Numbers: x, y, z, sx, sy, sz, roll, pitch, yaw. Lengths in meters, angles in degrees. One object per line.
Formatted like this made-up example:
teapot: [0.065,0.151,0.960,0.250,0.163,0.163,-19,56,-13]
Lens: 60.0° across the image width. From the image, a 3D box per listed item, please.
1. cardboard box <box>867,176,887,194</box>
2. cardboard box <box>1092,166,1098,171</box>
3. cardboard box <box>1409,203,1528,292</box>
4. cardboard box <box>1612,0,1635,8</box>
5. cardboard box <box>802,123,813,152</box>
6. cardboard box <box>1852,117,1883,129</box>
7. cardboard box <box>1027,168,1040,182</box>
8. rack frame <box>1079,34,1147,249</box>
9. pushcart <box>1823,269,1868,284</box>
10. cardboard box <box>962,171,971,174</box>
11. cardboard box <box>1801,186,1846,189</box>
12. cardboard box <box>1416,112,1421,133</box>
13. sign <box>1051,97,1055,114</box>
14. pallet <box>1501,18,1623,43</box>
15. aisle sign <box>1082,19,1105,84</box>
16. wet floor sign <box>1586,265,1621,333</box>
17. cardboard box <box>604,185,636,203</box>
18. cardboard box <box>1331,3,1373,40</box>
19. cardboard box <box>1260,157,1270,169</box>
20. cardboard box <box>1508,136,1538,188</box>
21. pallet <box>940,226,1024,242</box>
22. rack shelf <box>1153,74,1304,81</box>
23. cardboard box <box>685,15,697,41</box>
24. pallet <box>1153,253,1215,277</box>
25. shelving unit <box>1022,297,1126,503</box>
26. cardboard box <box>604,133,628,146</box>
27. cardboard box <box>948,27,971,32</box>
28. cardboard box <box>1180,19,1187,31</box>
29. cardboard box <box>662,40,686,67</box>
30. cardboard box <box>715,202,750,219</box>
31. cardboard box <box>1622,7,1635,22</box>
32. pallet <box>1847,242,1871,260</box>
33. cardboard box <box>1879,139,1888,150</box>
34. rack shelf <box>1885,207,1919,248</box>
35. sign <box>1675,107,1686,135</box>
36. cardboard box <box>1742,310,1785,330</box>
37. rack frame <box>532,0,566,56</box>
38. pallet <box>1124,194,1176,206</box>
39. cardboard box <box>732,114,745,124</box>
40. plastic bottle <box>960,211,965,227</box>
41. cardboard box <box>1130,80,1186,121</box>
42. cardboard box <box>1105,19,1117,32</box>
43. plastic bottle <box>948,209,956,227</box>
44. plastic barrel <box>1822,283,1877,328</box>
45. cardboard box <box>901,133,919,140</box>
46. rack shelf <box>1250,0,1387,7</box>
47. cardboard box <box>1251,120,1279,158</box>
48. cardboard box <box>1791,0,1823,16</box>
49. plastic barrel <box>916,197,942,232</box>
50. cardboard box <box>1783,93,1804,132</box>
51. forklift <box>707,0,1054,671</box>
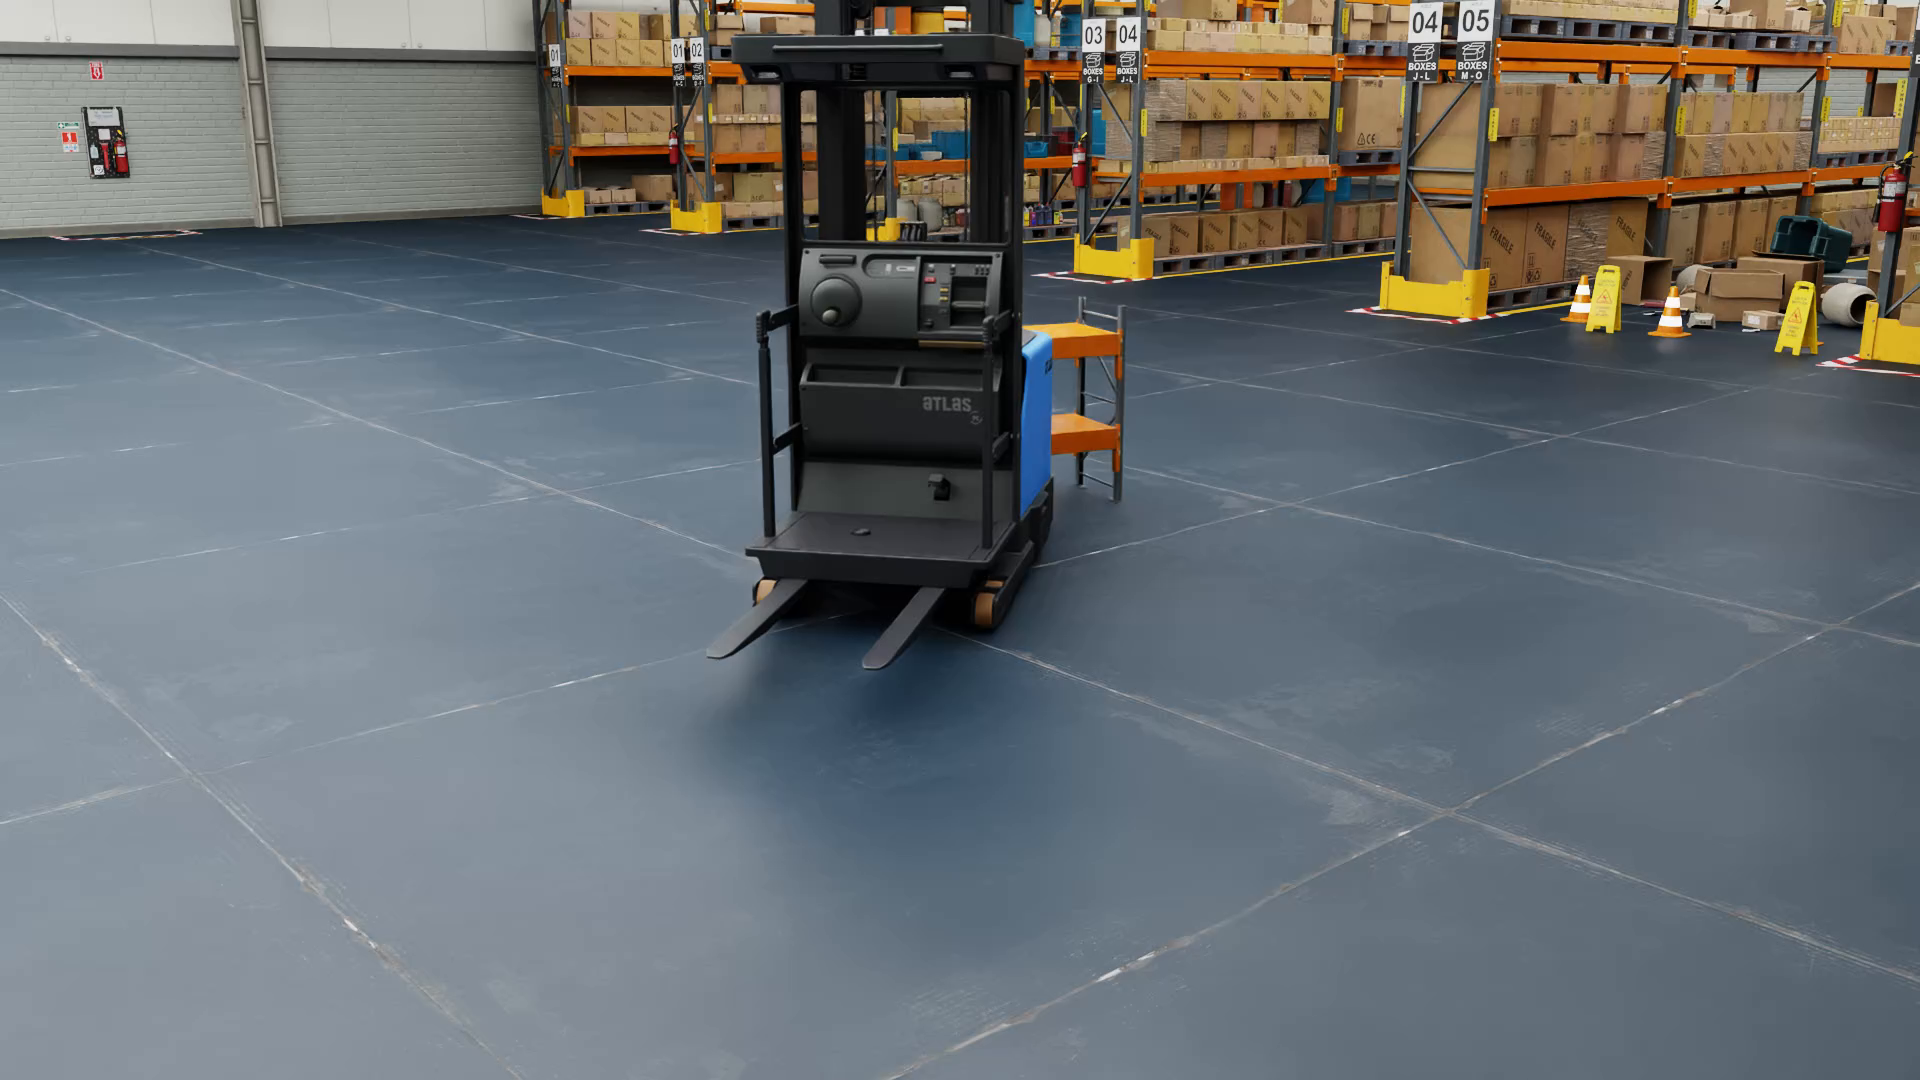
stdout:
cardboard box: [-1.425,-6.779,31.744,0.500,0.311,0.500,-13,19,-39]
cardboard box: [2.835,-7.943,35.211,0.500,0.250,0.500,-13,20,-40]
cardboard box: [5.588,-3.224,18.310,0.875,0.875,0.875,-13,19,-39]
cardboard box: [7.174,-6.066,18.540,0.500,0.250,0.500,-13,20,-40]
cardboard box: [-3.033,-7.219,29.771,0.500,0.500,0.700,-12,19,-38]
cardboard box: [13.014,-5.995,23.901,0.250,0.149,0.380,-14,20,-42]
cardboard box: [1.870,-8.930,40.400,0.500,0.500,0.700,-12,19,-39]
rack frame: [1.940,-4.902,21.291,0.127,3.000,1.000,-13,19,-39]
pushcart: [9.929,-2.819,18.573,1.648,0.377,0.936,8,17,28]
cardboard box: [0.165,-8.706,38.882,0.750,0.750,0.750,-12,19,-38]
cardboard box: [12.654,-5.060,24.458,0.500,0.250,0.500,-12,19,-37]
cardboard box: [7.239,-6.296,25.499,0.500,0.500,0.700,-9,18,-31]
sign: [1.842,-8.639,33.035,0.005,0.325,0.100,-13,19,-39]
pallet: [6.593,-5.662,18.492,1.213,0.211,1.003,-13,19,-39]
aisle sign: [1.697,-6.206,21.135,0.004,0.787,0.394,-13,19,-39]
wet floor sign: [6.398,-2.392,16.454,0.267,0.644,0.232,12,19,37]
cardboard box: [-6.803,-6.905,33.146,0.500,0.311,0.500,-11,18,-35]
cardboard box: [5.377,-7.342,23.599,0.637,0.503,0.797,-14,20,-42]
cardboard box: [4.013,-5.163,22.753,0.250,0.149,0.380,-13,19,-39]
cardboard box: [5.771,-4.161,18.226,0.550,0.550,0.875,-13,19,-39]
pallet: [0.252,-4.884,26.624,1.213,0.211,1.003,-13,19,-39]
rack shelf: [6.002,-10.305,37.098,4.000,0.370,1.077,-13,19,-39]
cardboard box: [-5.406,-10.230,33.254,0.500,0.500,0.500,-11,19,-36]
pallet: [2.634,-3.699,22.188,1.213,0.211,1.003,-13,19,-39]
shelving unit: [0.350,-0.764,9.429,1.048,1.125,0.538,-7,16,-24]
cardboard box: [-6.855,-7.844,32.556,0.500,0.250,0.500,-13,20,-41]
cardboard box: [0.082,-11.681,38.355,0.500,0.250,0.500,-13,20,-41]
cardboard box: [2.668,-6.565,21.222,0.250,0.149,0.380,-13,20,-40]
cardboard box: [-5.799,-9.662,33.065,0.500,0.500,0.500,-14,20,-41]
cardboard box: [-4.009,-5.754,28.992,0.500,0.250,0.500,-13,19,-39]
cardboard box: [7.307,-5.880,18.619,0.250,0.149,0.380,-12,19,-38]
pallet: [12.665,-4.265,24.310,1.213,0.211,1.003,-13,19,-39]
cardboard box: [13.223,-5.752,24.143,0.250,0.149,0.380,-14,20,-42]
rack shelf: [9.954,-2.964,15.429,4.000,0.370,1.077,-13,19,-39]
sign: [8.503,-4.946,19.623,0.005,0.325,0.100,-13,19,-39]
cardboard box: [8.108,-2.211,16.739,0.250,0.149,0.380,-3,15,-11]
rack frame: [-7.814,-10.694,31.347,0.127,3.000,1.000,-13,19,-39]
pallet: [3.904,-7.372,35.940,1.213,0.211,1.003,-13,19,-39]
cardboard box: [-3.925,-7.263,28.678,0.250,0.149,0.380,-13,20,-41]
plastic bottle: [0.065,-5.180,26.741,0.133,0.283,0.061,-13,19,-39]
cardboard box: [2.534,-5.618,21.261,0.500,0.500,0.500,-13,19,-39]
cardboard box: [1.945,-6.580,21.275,0.250,0.149,0.380,-13,19,-39]
plastic bottle: [-0.137,-5.187,26.766,0.133,0.283,0.061,-12,19,-38]
plastic barrel: [9.010,-2.373,16.814,0.421,0.421,0.512,0,15,-1]
cardboard box: [-1.000,-7.629,31.759,0.258,0.266,0.396,-13,20,-41]
rack shelf: [6.233,-9.918,30.613,4.000,0.370,1.077,-13,19,-39]
cardboard box: [3.866,-5.526,22.854,0.500,0.500,0.875,-13,19,-39]
cardboard box: [11.667,-7.351,22.969,0.258,0.266,0.396,-13,19,-39]
plastic barrel: [-0.487,-5.079,25.959,0.421,0.512,0.421,0,15,0]
cardboard box: [10.810,-5.732,22.266,0.500,0.500,0.700,-13,20,-40]
forklift: [-0.311,-1.126,7.287,1.130,2.935,3.031,3,15,12]
